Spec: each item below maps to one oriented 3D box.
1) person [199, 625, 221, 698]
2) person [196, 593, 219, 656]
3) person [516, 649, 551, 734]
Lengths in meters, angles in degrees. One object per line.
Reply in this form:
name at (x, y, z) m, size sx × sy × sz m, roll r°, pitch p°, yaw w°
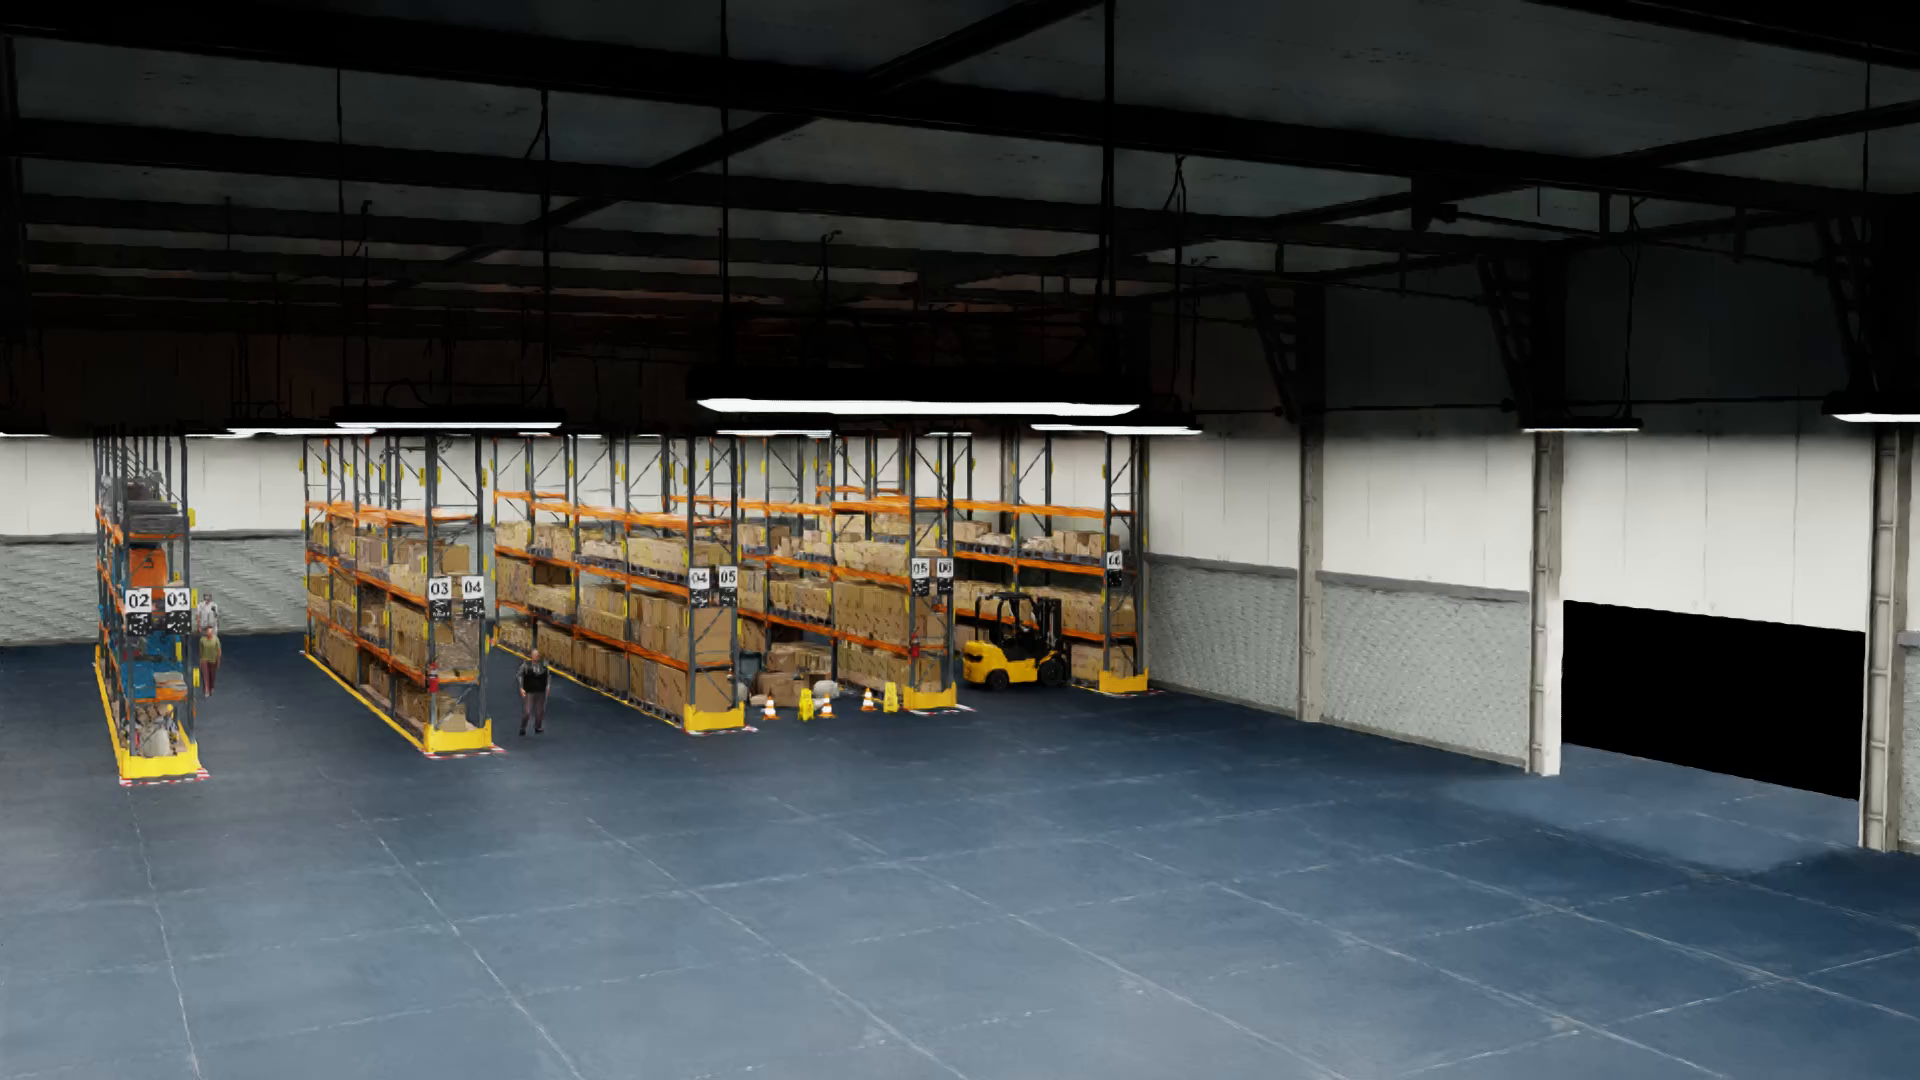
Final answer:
person at (-16.692, 2.668, 37.036) m, size 0.446 × 1.591 × 1.110 m, roll -2°, pitch 4°, yaw -31°
person at (-19.822, 2.216, 43.814) m, size 0.542 × 1.675 × 1.126 m, roll -2°, pitch 4°, yaw -27°
person at (-8.275, 2.940, 32.276) m, size 0.677 × 1.671 × 0.534 m, roll -2°, pitch 4°, yaw -30°
